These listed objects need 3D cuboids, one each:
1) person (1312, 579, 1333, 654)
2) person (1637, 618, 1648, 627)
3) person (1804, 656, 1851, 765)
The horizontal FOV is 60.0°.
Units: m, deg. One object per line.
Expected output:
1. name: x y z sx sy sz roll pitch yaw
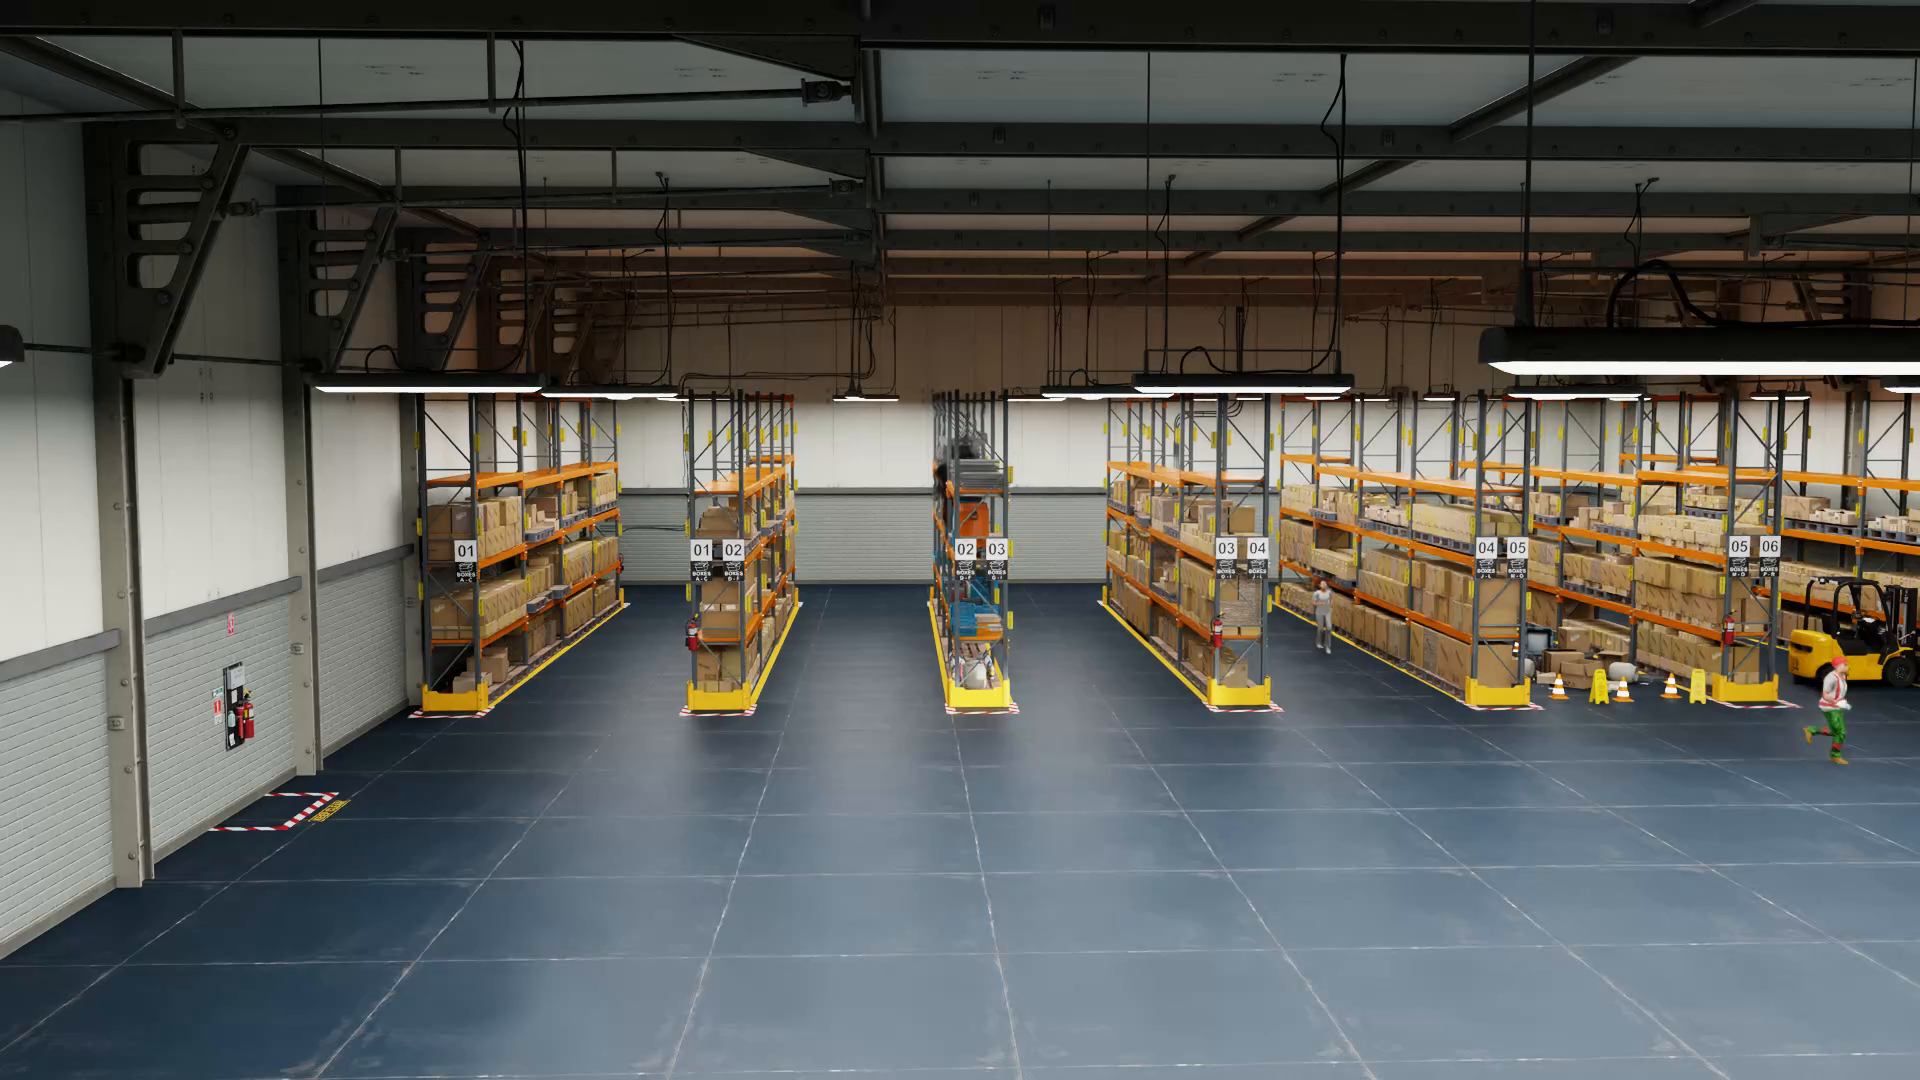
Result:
1. person: 8.400 1.757 38.491 0.546 1.725 0.753 0 5 0
2. person: 17.294 1.375 42.031 0.658 1.769 1.005 -1 5 -13
3. person: 13.913 2.704 26.638 0.727 1.740 0.694 5 6 44
